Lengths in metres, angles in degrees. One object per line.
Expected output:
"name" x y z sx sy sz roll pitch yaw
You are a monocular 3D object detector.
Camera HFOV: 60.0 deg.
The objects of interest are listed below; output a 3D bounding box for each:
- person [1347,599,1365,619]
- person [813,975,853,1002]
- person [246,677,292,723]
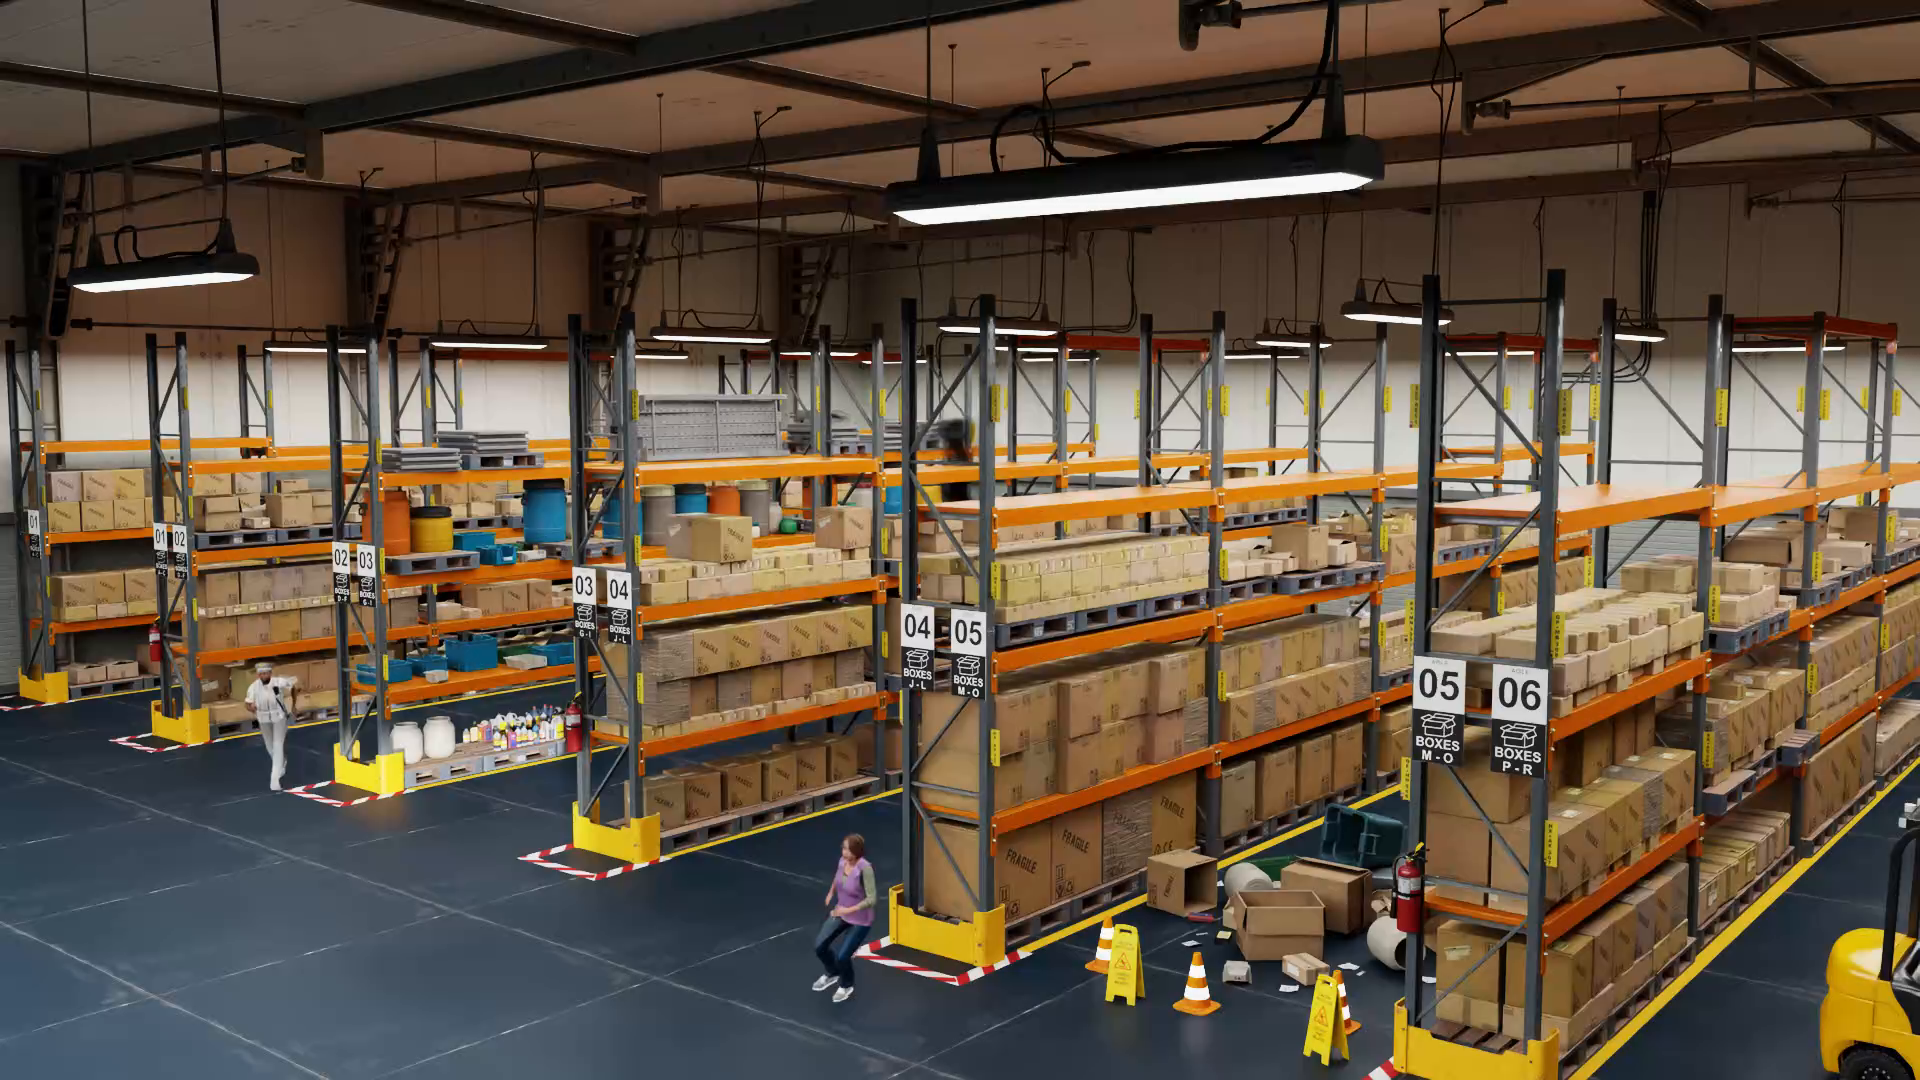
"person" 7.038 1.391 29.489 0.362 0.723 0.525 4 7 38
"person" -1.080 3.778 14.229 0.282 0.283 0.278 3 6 32
"person" -9.033 2.077 21.724 0.530 0.612 0.407 -1 5 -6
